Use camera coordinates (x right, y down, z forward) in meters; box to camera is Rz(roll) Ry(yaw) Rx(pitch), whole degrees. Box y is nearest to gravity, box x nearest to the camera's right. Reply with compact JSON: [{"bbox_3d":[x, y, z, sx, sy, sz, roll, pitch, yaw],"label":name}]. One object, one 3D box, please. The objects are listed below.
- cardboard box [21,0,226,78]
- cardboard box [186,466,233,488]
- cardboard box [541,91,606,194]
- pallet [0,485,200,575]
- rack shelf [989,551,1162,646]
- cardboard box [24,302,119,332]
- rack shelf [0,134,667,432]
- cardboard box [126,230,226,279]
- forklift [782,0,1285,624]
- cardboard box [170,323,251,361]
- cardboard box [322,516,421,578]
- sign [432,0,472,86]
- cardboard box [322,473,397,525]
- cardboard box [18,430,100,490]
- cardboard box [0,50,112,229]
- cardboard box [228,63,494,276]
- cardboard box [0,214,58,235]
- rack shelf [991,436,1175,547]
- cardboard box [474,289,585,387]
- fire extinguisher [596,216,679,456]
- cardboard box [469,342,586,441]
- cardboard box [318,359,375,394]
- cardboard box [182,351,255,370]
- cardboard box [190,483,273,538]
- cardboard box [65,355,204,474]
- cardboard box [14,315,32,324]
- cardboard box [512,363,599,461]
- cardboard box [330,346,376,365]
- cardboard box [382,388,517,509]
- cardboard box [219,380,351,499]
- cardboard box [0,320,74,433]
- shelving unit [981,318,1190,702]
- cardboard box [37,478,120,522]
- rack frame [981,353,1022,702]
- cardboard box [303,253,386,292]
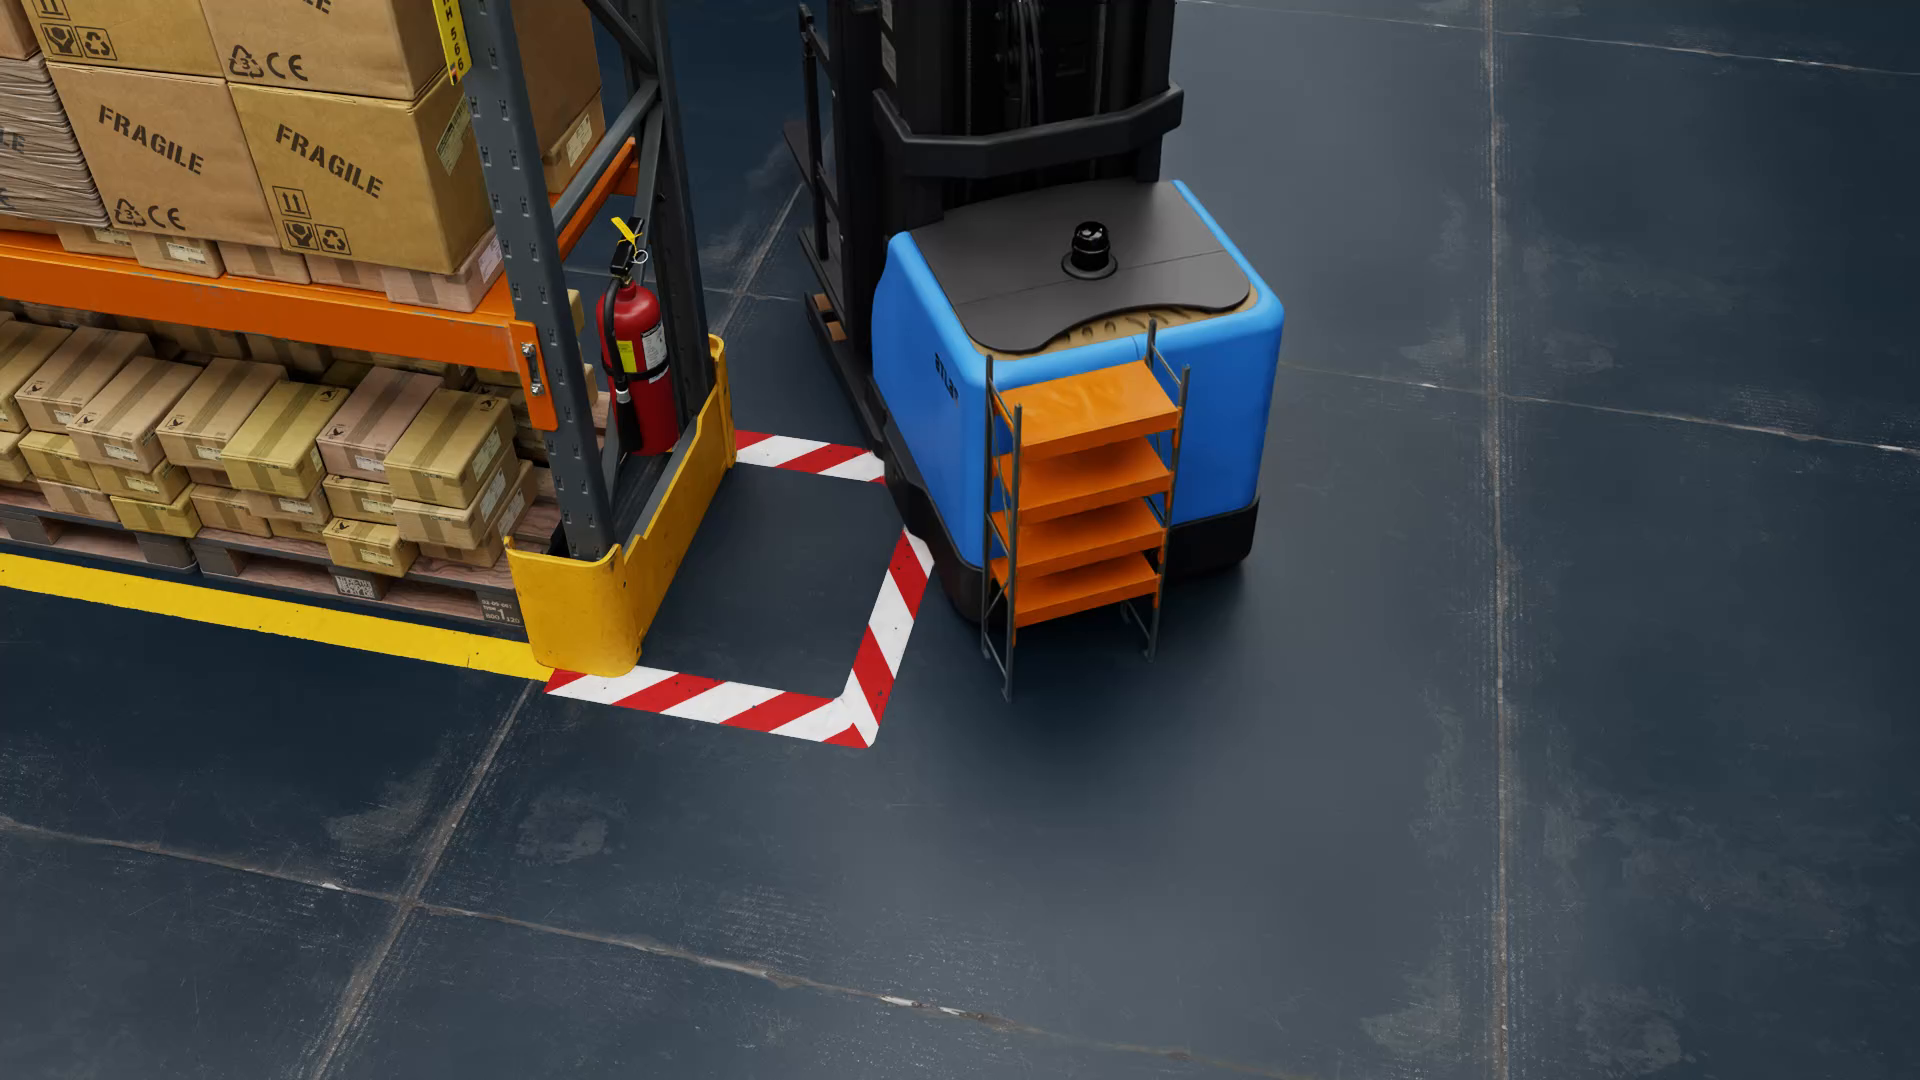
[{"bbox_3d":[-2.017,-1.525,4.163,0.500,0.500,0.500,7,44,8],"label":"cardboard box"},{"bbox_3d":[-2.347,-0.349,5.488,0.250,0.149,0.380,8,45,9],"label":"cardboard box"},{"bbox_3d":[-1.267,-1.224,5.040,0.250,0.149,0.380,8,45,9],"label":"cardboard box"},{"bbox_3d":[-3.068,-0.383,5.996,1.213,0.211,1.003,9,45,9],"label":"pallet"},{"bbox_3d":[0.346,0.133,5.128,0.480,0.148,0.258,-14,46,-14],"label":"rack shelf"},{"bbox_3d":[-3.014,-0.850,5.794,0.250,0.149,0.380,9,45,9],"label":"cardboard box"},{"bbox_3d":[-2.974,-1.087,5.235,4.000,0.370,1.077,9,45,9],"label":"rack shelf"},{"bbox_3d":[-2.139,-0.925,4.729,0.250,0.149,0.380,10,45,10],"label":"cardboard box"},{"bbox_3d":[0.028,-1.823,5.531,1.130,2.935,3.031,-13,46,-14],"label":"forklift"},{"bbox_3d":[-2.501,-0.806,5.749,0.250,0.149,0.380,10,45,11],"label":"cardboard box"},{"bbox_3d":[-1.854,-0.077,5.419,0.250,0.149,0.380,10,45,10],"label":"cardboard box"},{"bbox_3d":[-1.163,-1.202,3.773,0.005,0.325,0.100,9,45,9],"label":"sign"},{"bbox_3d":[-1.843,-0.238,5.372,0.250,0.149,0.380,8,44,8],"label":"cardboard box"},{"bbox_3d":[-2.861,-0.360,5.500,0.250,0.149,0.380,11,45,11],"label":"cardboard box"},{"bbox_3d":[-2.515,-1.232,4.581,0.500,0.500,0.500,9,45,9],"label":"cardboard box"},{"bbox_3d":[-1.517,-1.080,4.423,0.500,0.500,0.500,10,45,10],"label":"cardboard box"},{"bbox_3d":[-2.640,-1.066,4.875,0.250,0.149,0.380,7,44,7],"label":"cardboard box"},{"bbox_3d":[0.347,-0.169,4.833,0.480,0.148,0.258,-14,46,-14],"label":"rack shelf"},{"bbox_3d":[-1.459,-0.691,5.629,0.250,0.149,0.380,7,44,7],"label":"cardboard box"},{"bbox_3d":[-0.877,-0.531,4.463,0.183,0.674,0.296,9,45,9],"label":"fire extinguisher"},{"bbox_3d":[-1.477,-0.528,5.674,0.250,0.149,0.380,11,45,11],"label":"cardboard box"},{"bbox_3d":[-1.990,-0.585,5.733,0.250,0.149,0.380,9,45,10],"label":"cardboard box"},{"bbox_3d":[-2.497,-0.673,5.824,0.250,0.149,0.380,7,44,7],"label":"cardboard box"},{"bbox_3d":[-2.337,-0.203,5.551,0.250,0.149,0.380,9,45,9],"label":"cardboard box"},{"bbox_3d":[-2.620,-0.406,5.333,0.250,0.149,0.380,10,45,11],"label":"cardboard box"},{"bbox_3d":[-3.283,-0.803,5.959,0.250,0.149,0.380,7,44,7],"label":"cardboard box"},{"bbox_3d":[-1.463,-0.464,5.822,0.250,0.149,0.380,10,45,10],"label":"cardboard box"},{"bbox_3d":[-1.972,-0.776,5.718,0.250,0.149,0.380,9,45,9],"label":"cardboard box"},{"bbox_3d":[-1.594,-0.291,5.213,0.250,0.149,0.380,9,45,10],"label":"cardboard box"},{"bbox_3d":[-2.107,-0.321,5.244,0.250,0.149,0.380,8,44,8],"label":"cardboard box"},{"bbox_3d":[-3.115,-0.541,5.473,0.250,0.149,0.380,9,45,9],"label":"cardboard box"},{"bbox_3d":[0.346,-0.057,4.942,0.503,1.200,0.258,-14,46,-14],"label":"shelving unit"},{"bbox_3d":[-2.862,-0.255,5.604,0.250,0.149,0.380,10,45,10],"label":"cardboard box"},{"bbox_3d":[0.116,-0.001,4.884,0.015,1.200,0.240,-14,46,-14],"label":"rack frame"},{"bbox_3d":[-1.636,-0.874,4.676,0.250,0.149,0.380,9,45,9],"label":"cardboard box"}]
